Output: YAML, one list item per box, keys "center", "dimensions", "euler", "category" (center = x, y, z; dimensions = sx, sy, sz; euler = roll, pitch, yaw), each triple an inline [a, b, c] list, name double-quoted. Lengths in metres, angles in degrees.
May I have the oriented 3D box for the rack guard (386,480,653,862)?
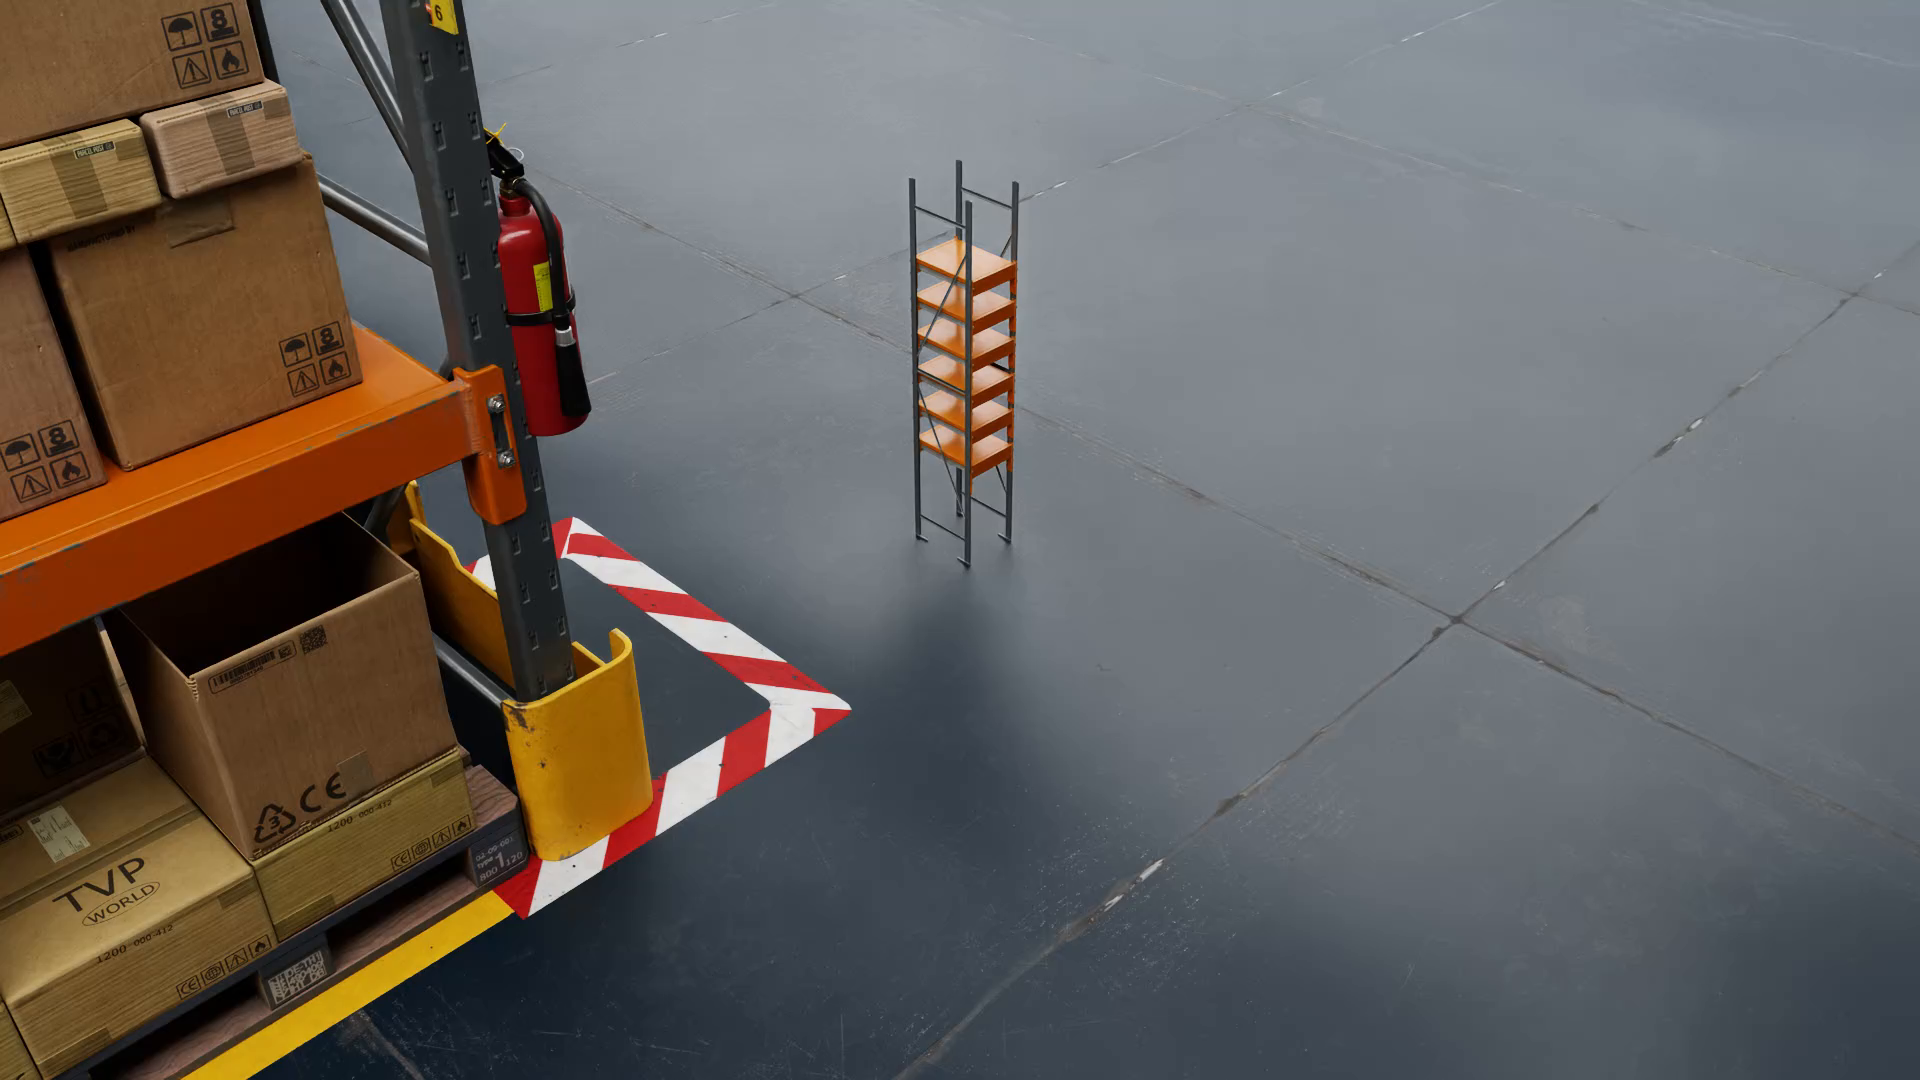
- center: [-1.300, 0.300, 4.383]
  dimensions: [1.175, 0.500, 0.348]
  euler: [30, 45, 35]
  category: "rack guard"

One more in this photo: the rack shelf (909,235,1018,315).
- center: [0.010, -0.757, 4.735]
  dimensions: [0.258, 0.103, 0.180]
  euler: [30, 45, 35]
  category: "rack shelf"

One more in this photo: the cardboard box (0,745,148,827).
- center: [-2.202, 0.573, 3.843]
  dimensions: [0.500, 0.250, 0.500]
  euler: [30, 45, 35]
  category: "cardboard box"

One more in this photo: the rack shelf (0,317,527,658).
- center: [-2.726, 0.391, 2.695]
  dimensions: [1.077, 0.370, 4.000]
  euler: [30, 45, 35]
  category: "rack shelf"

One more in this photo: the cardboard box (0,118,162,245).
- center: [-1.634, -0.684, 2.954]
  dimensions: [0.250, 0.149, 0.380]
  euler: [-29, 44, -35]
  category: "cardboard box"

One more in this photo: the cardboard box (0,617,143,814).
- center: [-2.203, 0.264, 3.630]
  dimensions: [0.500, 0.500, 0.500]
  euler: [30, 45, 35]
  category: "cardboard box"

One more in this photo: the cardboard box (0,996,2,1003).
- center: [-2.177, 0.682, 3.031]
  dimensions: [0.500, 0.500, 0.500]
  euler: [30, 45, 35]
  category: "cardboard box"

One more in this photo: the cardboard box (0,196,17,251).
- center: [-1.814, -0.580, 2.805]
  dimensions: [0.380, 0.149, 0.250]
  euler: [29, 44, 35]
  category: "cardboard box"

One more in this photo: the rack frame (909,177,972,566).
- center: [-0.054, -0.461, 4.862]
  dimensions: [0.240, 1.200, 0.006]
  euler: [30, 45, 35]
  category: "rack frame"

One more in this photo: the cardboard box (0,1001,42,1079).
- center: [-2.179, 0.988, 3.247]
  dimensions: [0.500, 0.250, 0.500]
  euler: [30, 45, 35]
  category: "cardboard box"

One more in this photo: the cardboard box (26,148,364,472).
- center: [-1.654, -0.572, 3.361]
  dimensions: [0.700, 0.500, 0.500]
  euler: [30, 45, 35]
  category: "cardboard box"

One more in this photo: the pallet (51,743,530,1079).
- center: [-1.826, 0.756, 3.982]
  dimensions: [1.003, 0.211, 1.213]
  euler: [30, 45, 35]
  category: "pallet"

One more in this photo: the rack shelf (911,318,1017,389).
- center: [0.010, -0.560, 4.872]
  dimensions: [0.258, 0.103, 0.180]
  euler: [30, 45, 35]
  category: "rack shelf"

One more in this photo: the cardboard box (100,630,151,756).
- center: [-1.852, 0.368, 4.137]
  dimensions: [0.500, 0.250, 0.500]
  euler: [30, 45, 35]
  category: "cardboard box"

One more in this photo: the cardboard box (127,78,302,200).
- center: [-1.450, -0.791, 3.107]
  dimensions: [0.380, 0.149, 0.250]
  euler: [29, 44, 35]
  category: "cardboard box"

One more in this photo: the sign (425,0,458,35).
- center: [-0.941, -1.063, 2.933]
  dimensions: [0.100, 0.325, 0.005]
  euler: [30, 45, 35]
  category: "sign"

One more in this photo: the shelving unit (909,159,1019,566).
- center: [0.010, -0.498, 4.915]
  dimensions: [0.258, 1.200, 0.189]
  euler: [30, 45, 35]
  category: "shelving unit"

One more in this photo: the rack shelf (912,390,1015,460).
- center: [0.010, -0.363, 5.009]
  dimensions: [0.258, 0.103, 0.180]
  euler: [30, 45, 35]
  category: "rack shelf"

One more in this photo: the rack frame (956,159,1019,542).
- center: [0.075, -0.535, 4.968]
  dimensions: [0.240, 1.200, 0.006]
  euler: [30, 45, 35]
  category: "rack frame"

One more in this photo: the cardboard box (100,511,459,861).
- center: [-1.483, 0.270, 3.621]
  dimensions: [0.500, 0.500, 0.500]
  euler: [30, 45, 35]
  category: "cardboard box"

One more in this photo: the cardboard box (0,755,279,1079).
- center: [-1.828, 0.785, 3.539]
  dimensions: [0.500, 0.250, 0.500]
  euler: [30, 45, 35]
  category: "cardboard box"

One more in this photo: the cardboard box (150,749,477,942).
- center: [-1.485, 0.577, 3.837]
  dimensions: [0.500, 0.250, 0.500]
  euler: [30, 45, 35]
  category: "cardboard box"

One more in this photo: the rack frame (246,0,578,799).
- center: [-1.317, -0.715, 3.654]
  dimensions: [1.000, 3.000, 0.127]
  euler: [30, 45, 35]
  category: "rack frame"

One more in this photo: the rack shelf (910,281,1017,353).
- center: [0.010, -0.658, 4.803]
  dimensions: [0.258, 0.103, 0.180]
  euler: [30, 45, 35]
  category: "rack shelf"

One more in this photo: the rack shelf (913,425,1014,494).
- center: [0.010, -0.265, 5.078]
  dimensions: [0.258, 0.103, 0.180]
  euler: [30, 45, 35]
  category: "rack shelf"

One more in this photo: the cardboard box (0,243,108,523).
- center: [-2.021, -0.357, 3.052]
  dimensions: [0.500, 0.500, 0.700]
  euler: [-29, 44, -35]
  category: "cardboard box"

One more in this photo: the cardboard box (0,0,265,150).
- center: [-1.692, -1.083, 2.959]
  dimensions: [0.500, 0.500, 0.700]
  euler: [-30, 45, -35]
  category: "cardboard box"

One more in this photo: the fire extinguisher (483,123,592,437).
- center: [-0.904, -0.545, 3.476]
  dimensions: [0.296, 0.674, 0.183]
  euler: [30, 45, 35]
  category: "fire extinguisher"

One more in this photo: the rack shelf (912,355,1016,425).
- center: [0.010, -0.462, 4.941]
  dimensions: [0.258, 0.103, 0.180]
  euler: [30, 45, 35]
  category: "rack shelf"
